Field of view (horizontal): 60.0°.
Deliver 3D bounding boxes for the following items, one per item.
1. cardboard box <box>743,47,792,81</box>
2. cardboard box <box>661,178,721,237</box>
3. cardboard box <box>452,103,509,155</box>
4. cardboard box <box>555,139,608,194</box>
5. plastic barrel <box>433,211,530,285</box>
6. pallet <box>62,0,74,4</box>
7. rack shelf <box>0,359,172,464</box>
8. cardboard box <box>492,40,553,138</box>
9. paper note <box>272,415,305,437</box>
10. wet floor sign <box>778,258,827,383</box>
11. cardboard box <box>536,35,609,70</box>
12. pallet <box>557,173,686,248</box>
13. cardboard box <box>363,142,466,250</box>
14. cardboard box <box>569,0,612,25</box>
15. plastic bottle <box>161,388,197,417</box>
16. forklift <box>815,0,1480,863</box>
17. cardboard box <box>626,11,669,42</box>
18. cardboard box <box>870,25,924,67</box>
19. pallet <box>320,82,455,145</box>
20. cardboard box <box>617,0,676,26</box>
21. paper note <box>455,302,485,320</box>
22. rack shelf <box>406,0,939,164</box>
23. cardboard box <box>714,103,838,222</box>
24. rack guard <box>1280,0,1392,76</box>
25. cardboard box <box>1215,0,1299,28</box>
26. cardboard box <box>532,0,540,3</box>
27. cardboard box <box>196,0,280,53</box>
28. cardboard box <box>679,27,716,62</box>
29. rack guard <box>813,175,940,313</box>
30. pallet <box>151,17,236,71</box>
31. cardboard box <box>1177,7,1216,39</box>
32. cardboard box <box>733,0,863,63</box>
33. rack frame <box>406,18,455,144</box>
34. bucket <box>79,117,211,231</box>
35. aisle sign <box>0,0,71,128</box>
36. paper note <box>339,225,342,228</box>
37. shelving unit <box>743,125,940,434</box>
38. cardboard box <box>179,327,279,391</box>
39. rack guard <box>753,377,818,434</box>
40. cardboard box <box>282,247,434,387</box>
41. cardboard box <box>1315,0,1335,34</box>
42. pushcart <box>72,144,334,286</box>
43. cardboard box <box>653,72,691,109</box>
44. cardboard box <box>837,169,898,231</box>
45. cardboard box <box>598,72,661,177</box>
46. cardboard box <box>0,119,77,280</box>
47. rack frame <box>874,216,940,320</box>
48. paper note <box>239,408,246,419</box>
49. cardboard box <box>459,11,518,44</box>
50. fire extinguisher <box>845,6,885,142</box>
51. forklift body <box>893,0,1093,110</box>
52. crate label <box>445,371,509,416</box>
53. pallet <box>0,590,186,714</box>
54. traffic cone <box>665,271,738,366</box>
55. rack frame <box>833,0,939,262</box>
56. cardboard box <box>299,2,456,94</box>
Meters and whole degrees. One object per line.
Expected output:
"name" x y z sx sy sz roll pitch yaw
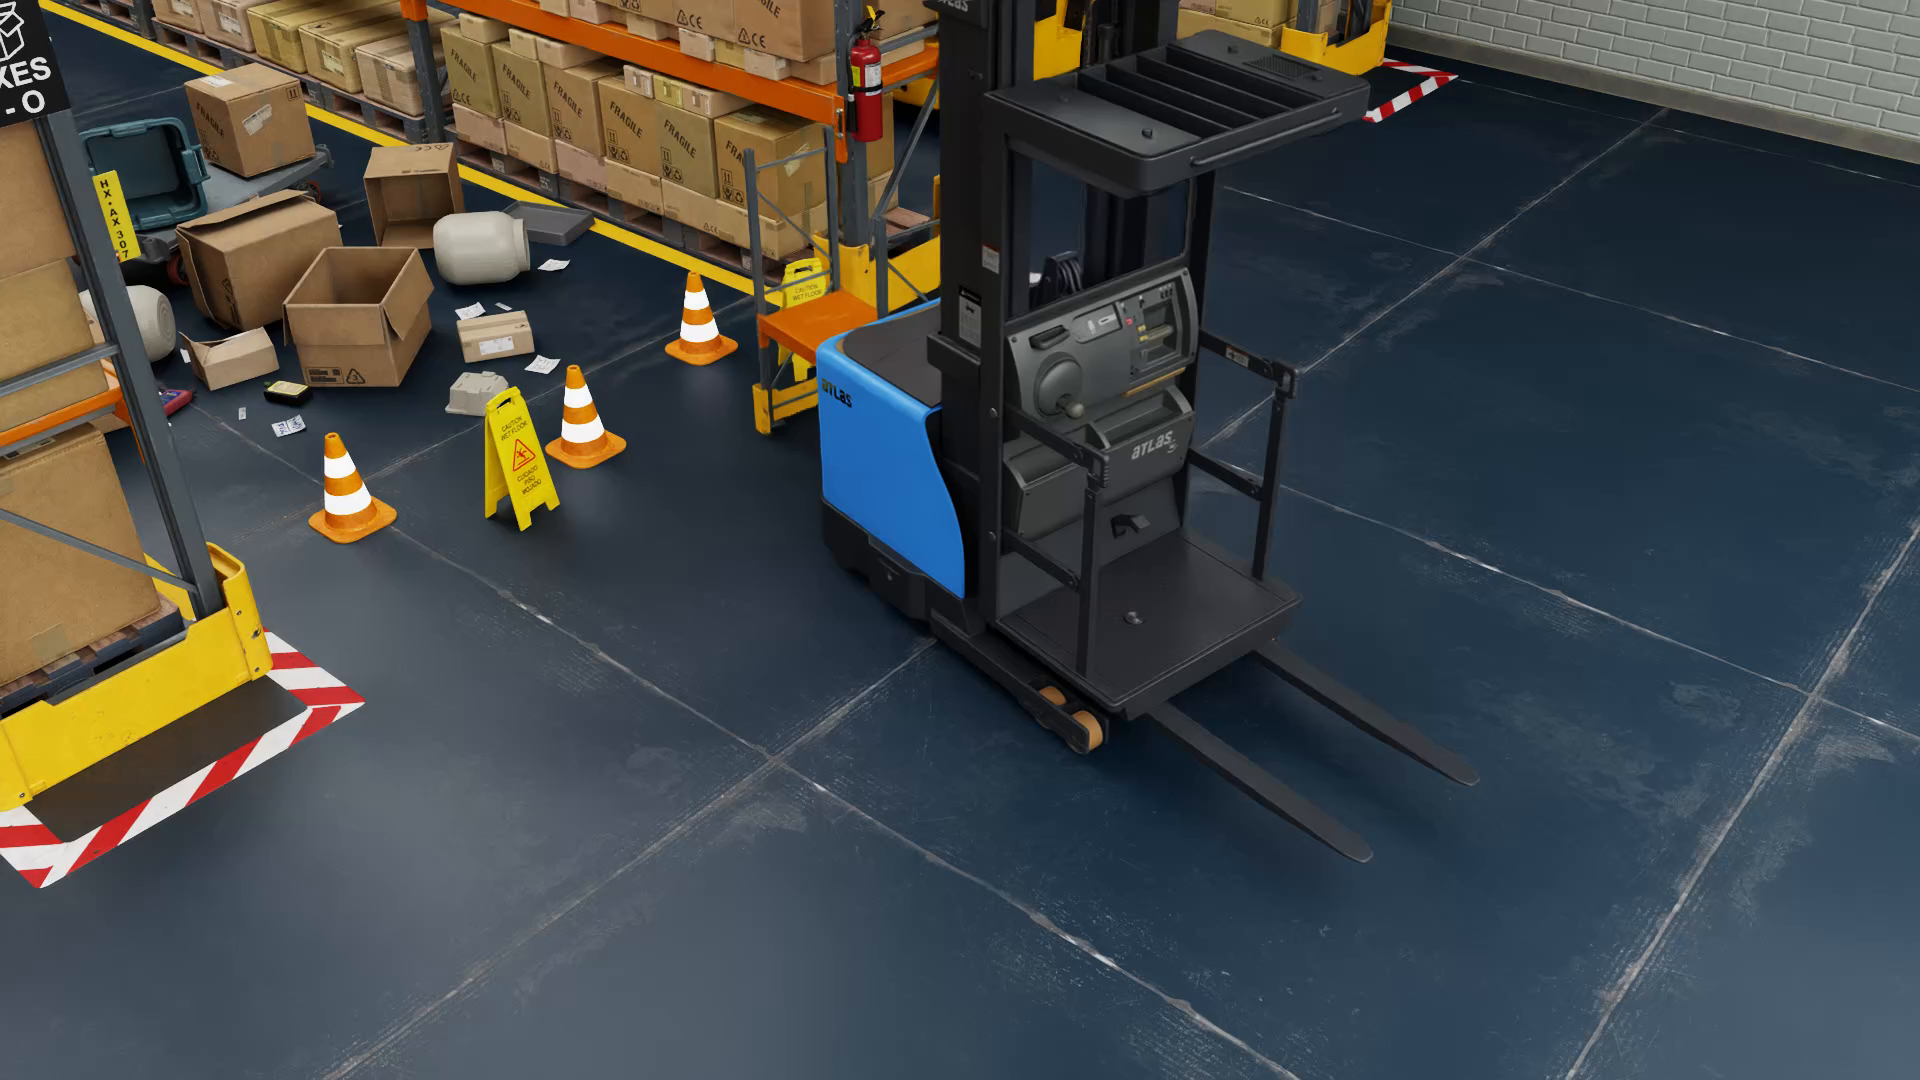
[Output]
"cardboard box" -0.980 -2.696 9.248 0.250 0.149 0.380 25 42 31
"cardboard box" -1.477 -2.120 10.245 0.500 0.250 0.500 25 42 32
"cardboard box" -3.084 -2.871 11.339 0.500 0.250 0.500 23 41 30
"cardboard box" -2.257 -2.491 10.786 0.500 0.250 0.500 25 41 31
"plastic barrel" -2.846 -1.741 9.911 0.512 0.421 0.421 -6 35 -8
"pallet" -7.930 -5.222 15.168 1.213 0.211 1.003 25 42 32
"rack shelf" -4.917 -0.951 7.121 4.000 0.370 1.077 25 42 32
"cardboard box" -2.665 -2.991 10.852 0.500 0.500 0.500 27 43 34
"paper note" -3.467 -0.590 8.584 0.144 0.017 0.142 -18 38 -25
"wet floor sign" -0.829 -1.209 8.940 0.267 0.644 0.232 -18 38 -25
"cardboard box" -2.421 -3.094 10.429 0.250 0.149 0.380 28 43 34
"pallet" -1.884 -2.343 10.976 1.213 0.211 1.003 25 42 32
"cardboard box" -3.412 -2.153 10.441 0.500 0.500 0.500 -6 35 -8
"cardboard box" -2.139 -3.259 10.067 0.250 0.149 0.380 25 42 32
"plastic bottle" -4.160 -0.728 8.756 0.133 0.061 0.283 12 36 16
"forklift" 0.689 -0.694 6.171 1.130 2.935 3.031 -25 42 -32
"cardboard box" -1.742 -3.085 9.815 0.250 0.149 0.380 25 42 31
"cardboard box" -0.419 -2.823 9.433 0.250 0.149 0.380 25 42 32
"pallet" -3.964 -3.294 12.361 1.213 0.211 1.003 25 42 32
"cardboard box" -1.648 -3.320 9.584 0.500 0.500 0.500 25 42 32
"paper note" -2.847 -1.334 9.676 0.148 0.019 0.142 -18 38 -25
"rack shelf" -1.827 -3.141 10.310 4.000 0.370 1.077 25 42 32
"cardboard box" -1.073 -2.239 9.756 0.500 0.500 0.500 26 42 32
"rack guard" 2.901 -3.835 12.893 0.348 0.500 1.175 25 42 32
"cardboard box" 2.309 -4.161 12.775 0.500 0.250 0.500 25 41 31
"cardboard box" -2.484 -3.466 10.369 0.250 0.149 0.380 25 42 32
"cardboard box" -5.438 -4.228 13.208 0.625 0.372 0.950 24 41 31
"cardboard box" -1.381 -2.878 9.513 0.250 0.149 0.380 26 42 33
"rack guard" -0.349 -1.711 9.799 0.348 0.500 1.175 25 42 32
"pallet" -5.839 -4.178 13.647 1.213 0.211 1.003 25 42 32
"cardboard box" 1.943 -4.131 13.174 0.500 0.250 0.500 25 42 32
"cardboard box" -0.884 -2.954 9.051 0.500 0.500 0.500 24 41 31
"rack frame" -3.364 -4.162 11.161 0.127 3.000 1.000 25 42 32
"bucket" -4.874 -2.203 9.857 0.726 0.611 0.620 -18 28 -25
"aisle sign" -3.133 -1.700 5.279 0.004 0.787 0.394 25 42 32
"paper note" -4.049 -2.004 10.642 0.142 0.019 0.148 25 42 32
"shelving unit" -0.493 -1.065 7.976 0.587 1.500 1.083 -25 42 -32
"cardboard box" -3.954 -1.024 9.006 0.396 0.266 0.258 -26 42 -32
"rack guard" -0.809 -0.768 8.647 0.587 0.250 0.087 -25 42 -32
"cardboard box" -3.260 -1.219 9.081 0.637 0.503 0.797 0 34 0
"cardboard box" 2.630 -4.177 13.241 0.500 0.250 0.500 25 42 32
"pushcart" -4.785 -2.071 10.433 0.936 0.377 1.648 12 36 16
"cardboard box" -1.589 -2.703 9.858 0.250 0.149 0.380 26 42 33
"cardboard box" -0.733 -2.166 10.312 0.500 0.250 0.500 25 42 31
"cardboard box" -1.860 -2.613 10.300 0.500 0.500 0.500 24 41 31
"cardboard box" -3.640 -1.182 5.735 0.550 0.550 0.875 25 42 32
"rack frame" -0.165 -0.839 7.646 0.500 1.500 0.032 -25 42 -32
"paper note" -3.758 -0.663 8.706 0.032 0.001 0.123 -12 36 -17
"cardboard box" -3.026 -3.376 10.839 0.250 0.149 0.380 26 42 32
"fire extinguisher" -0.497 -2.440 8.721 0.183 0.674 0.296 25 42 32
"forklift body" 0.258 -4.418 12.283 1.214 2.155 2.313 25 42 32
"crate label" -2.539 -0.780 8.765 0.298 0.136 0.250 6 35 8
"pallet" -4.044 0.371 7.024 1.213 0.211 1.003 25 42 32
"traffic cone" -1.446 -1.262 9.179 0.334 0.463 0.336 25 42 32
"rack frame" -0.290 -2.714 9.052 0.127 3.000 1.000 25 42 32
"cardboard box" -4.324 -3.700 12.439 0.625 0.372 0.950 28 43 34
